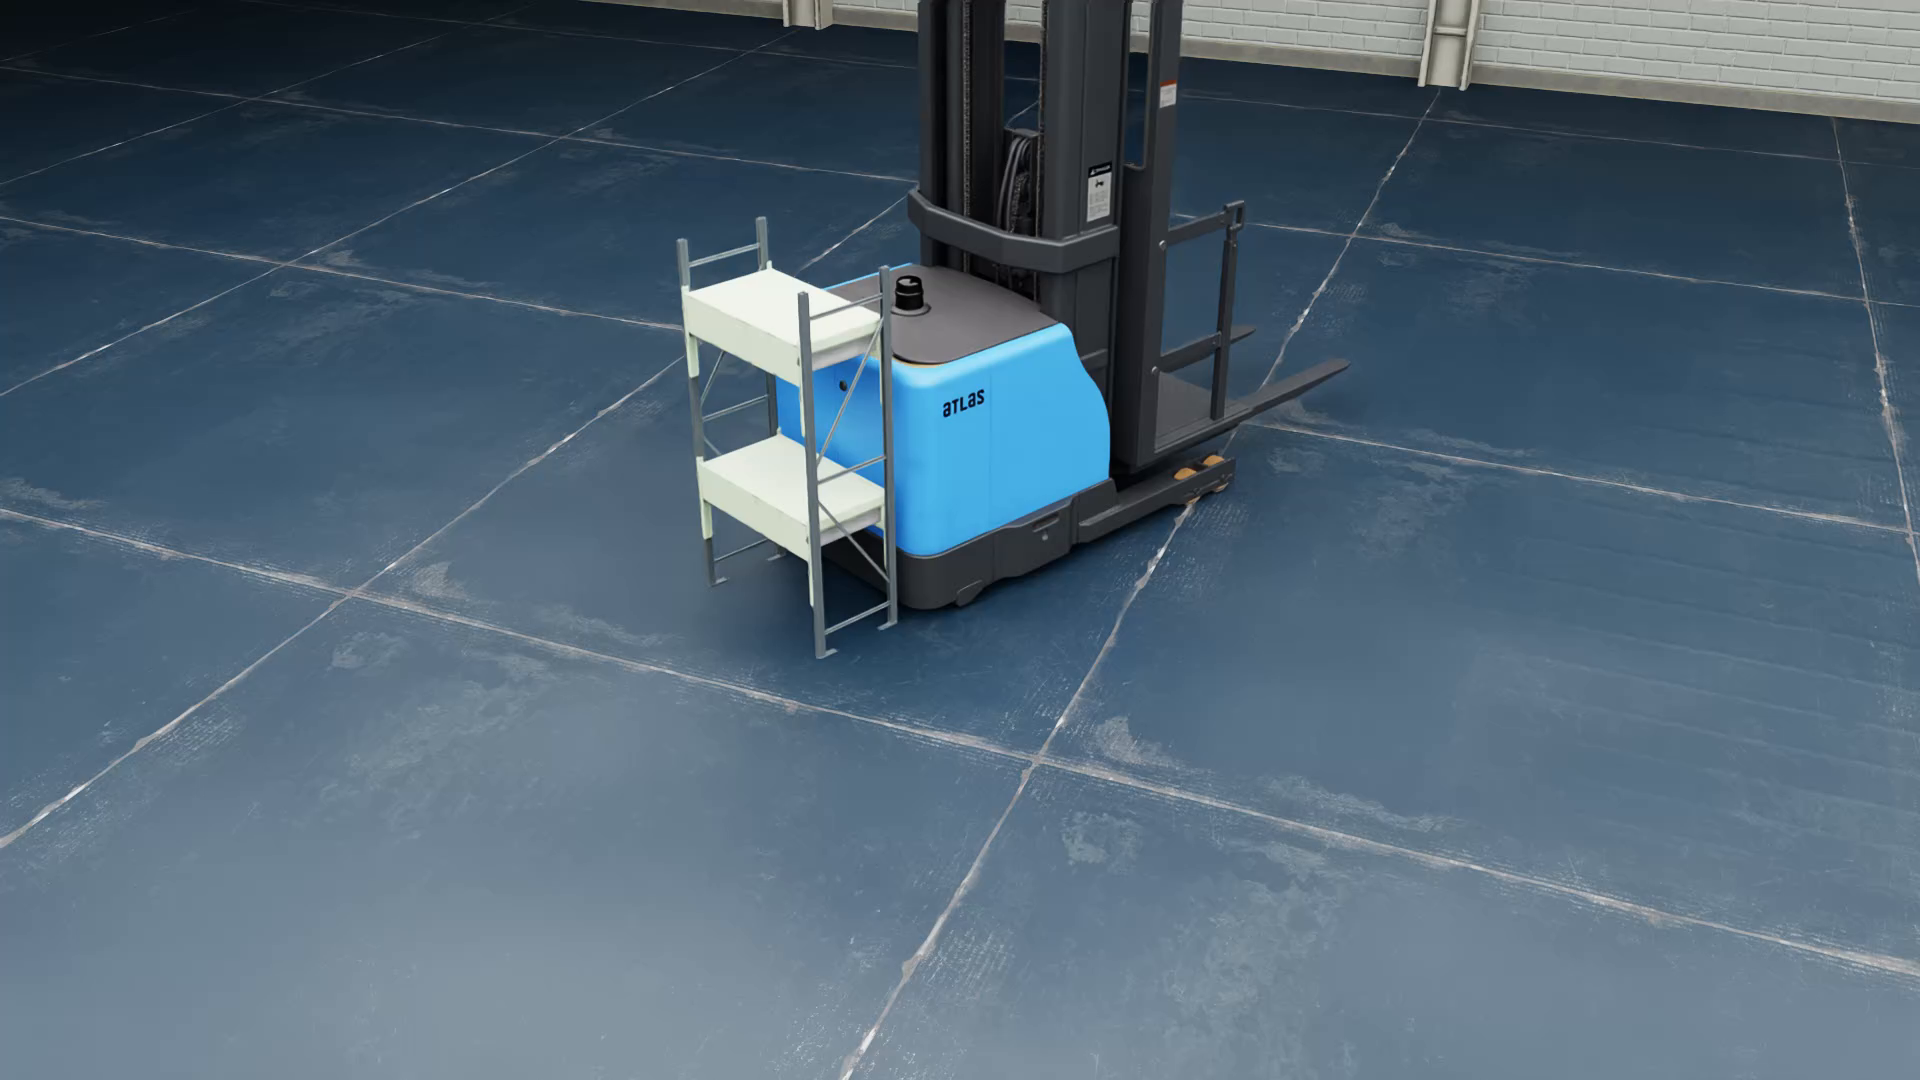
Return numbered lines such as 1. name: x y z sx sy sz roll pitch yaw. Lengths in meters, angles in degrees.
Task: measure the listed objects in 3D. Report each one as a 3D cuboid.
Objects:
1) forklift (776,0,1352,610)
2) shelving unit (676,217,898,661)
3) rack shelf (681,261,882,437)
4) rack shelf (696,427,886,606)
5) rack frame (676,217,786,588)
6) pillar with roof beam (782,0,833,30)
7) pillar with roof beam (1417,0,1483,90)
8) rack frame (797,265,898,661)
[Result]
1. forklift: 0.628 -1.604 7.109 3.031 2.935 1.130 -24 37 -36
2. shelving unit: -0.652 -0.390 6.416 0.431 1.500 0.755 -24 37 -36
3. rack shelf: -0.652 -0.730 6.224 0.431 0.370 0.720 -24 37 -36
4. rack shelf: -0.652 -0.106 6.577 0.431 0.370 0.720 -24 37 -36
5. rack frame: -0.899 -0.523 6.651 0.400 1.500 0.023 -24 37 -36
6. pillar with roof beam: -3.078 -6.928 10.363 0.400 9.000 9.100 11 31 19
7. pillar with roof beam: 2.482 -5.818 8.399 0.400 9.000 9.100 11 31 19
8. rack frame: -0.404 -0.258 6.181 0.400 1.500 0.023 -24 37 -36
